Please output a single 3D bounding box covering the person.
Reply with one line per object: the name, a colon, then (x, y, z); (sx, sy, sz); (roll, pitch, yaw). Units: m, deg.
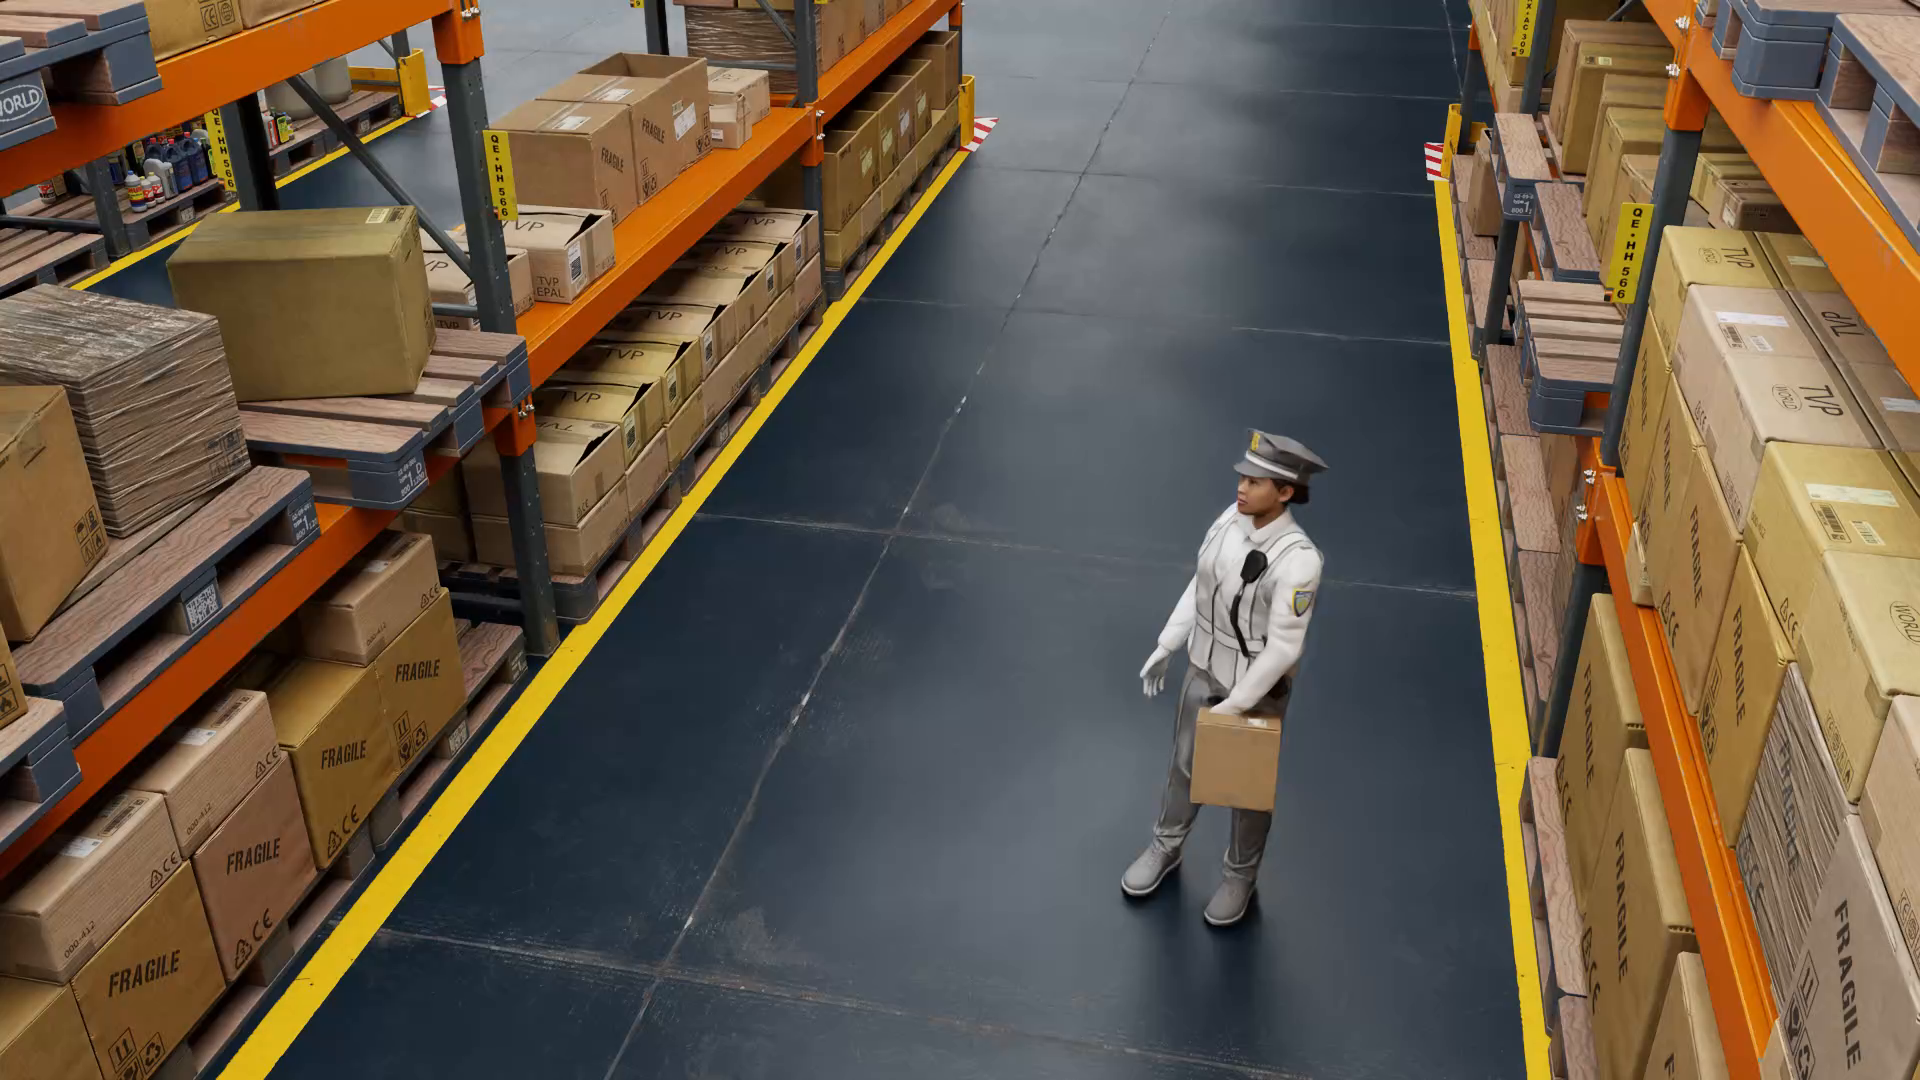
person: (0.824, 0.449, 5.250); (0.529, 1.694, 0.502); (-5, 29, -10)
